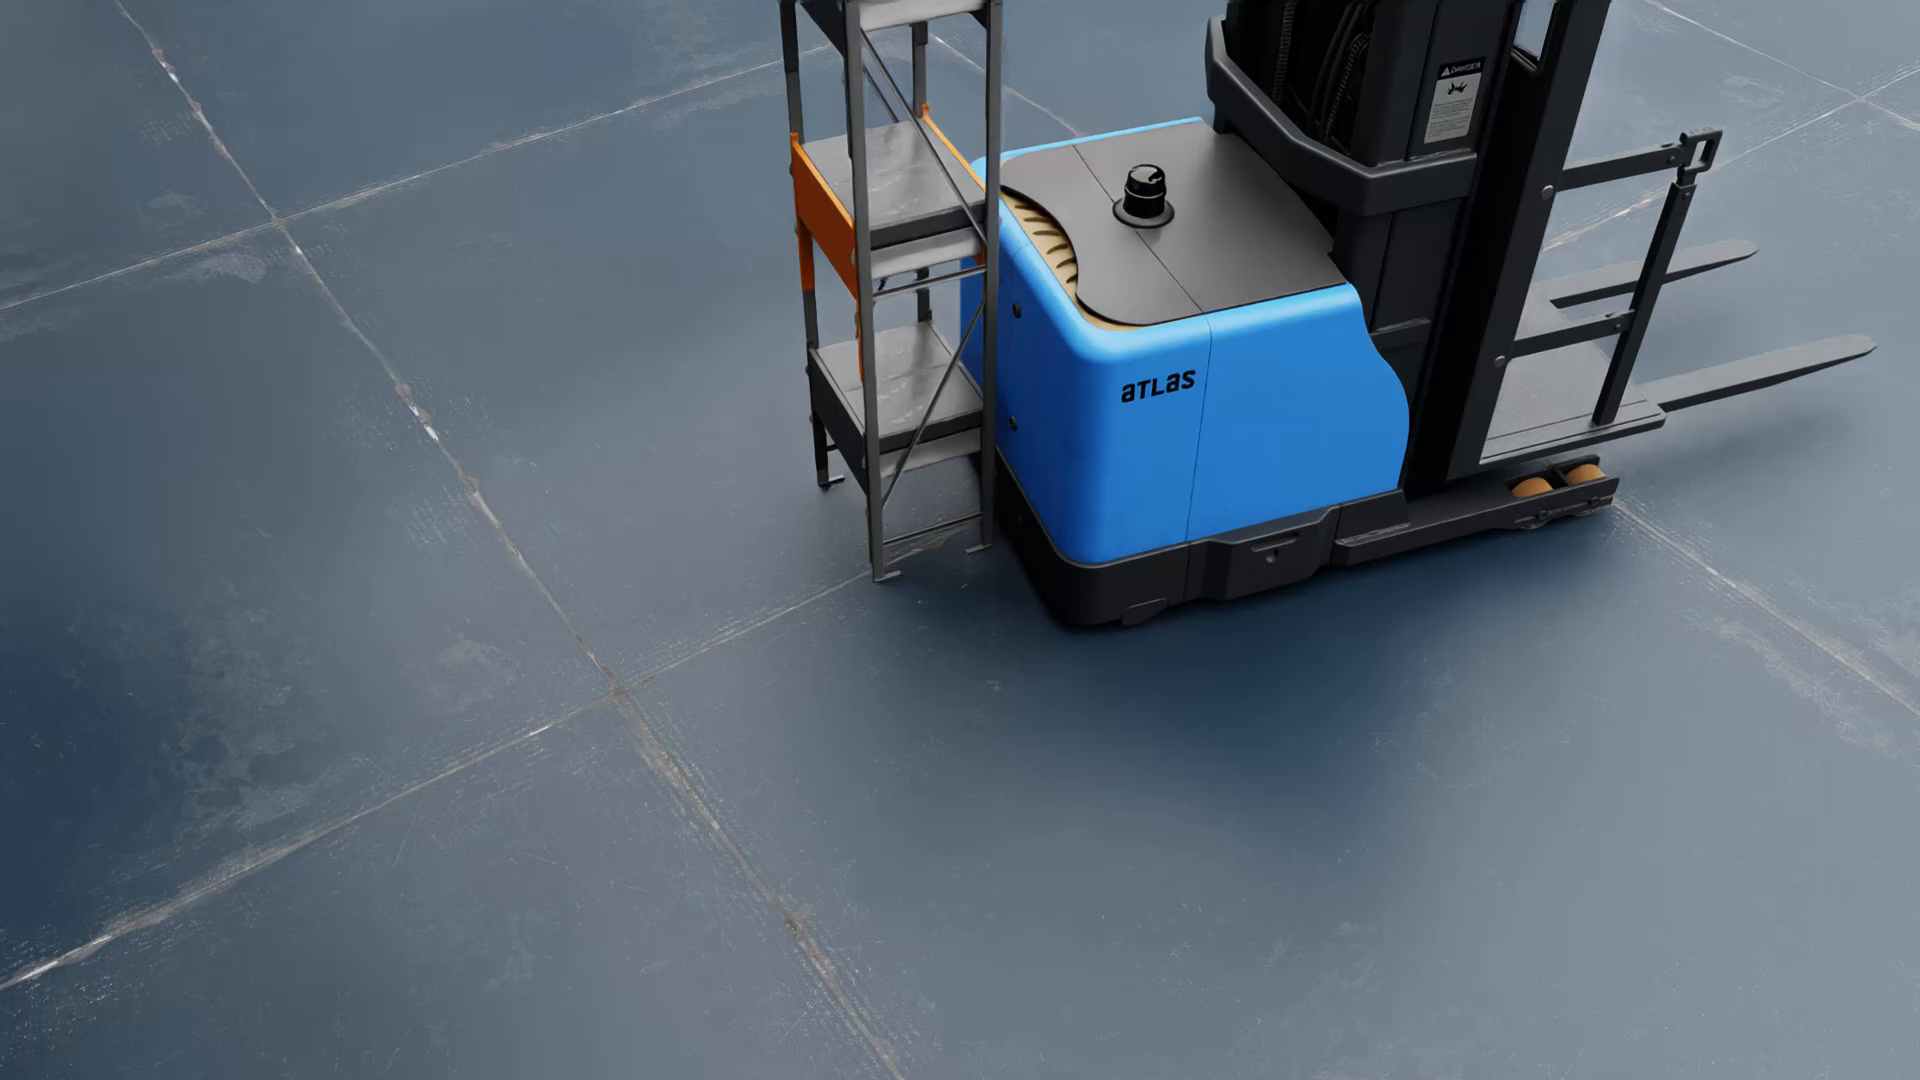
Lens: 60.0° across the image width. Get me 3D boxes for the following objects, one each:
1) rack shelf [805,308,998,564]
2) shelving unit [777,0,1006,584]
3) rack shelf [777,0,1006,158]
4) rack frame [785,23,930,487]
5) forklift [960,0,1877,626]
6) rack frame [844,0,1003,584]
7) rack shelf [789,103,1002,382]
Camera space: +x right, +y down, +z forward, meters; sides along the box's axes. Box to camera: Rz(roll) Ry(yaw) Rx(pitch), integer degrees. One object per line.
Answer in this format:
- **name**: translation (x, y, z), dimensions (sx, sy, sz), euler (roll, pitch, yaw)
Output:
- **rack shelf**: translation (-0.181, -0.323, 5.101), dimensions (0.431, 0.518, 0.480), euler (-17, 46, -17)
- **shelving unit**: translation (-0.181, -0.839, 4.608), dimensions (0.431, 2.100, 0.503), euler (-17, 46, -17)
- **rack shelf**: translation (-0.181, -1.335, 4.134), dimensions (0.431, 0.518, 0.480), euler (-17, 46, -17)
- **rack frame**: translation (-0.279, -0.993, 4.770), dimensions (0.400, 2.100, 0.015), euler (-17, 46, -17)
- **forklift**: translation (1.560, -1.425, 4.620), dimensions (3.031, 2.935, 1.130), euler (-14, 45, -14)
- **rack frame**: translation (-0.082, -0.685, 4.447), dimensions (0.400, 2.100, 0.015), euler (-17, 46, -17)
- **rack shelf**: translation (-0.181, -0.829, 4.618), dimensions (0.431, 0.518, 0.480), euler (-17, 46, -17)
